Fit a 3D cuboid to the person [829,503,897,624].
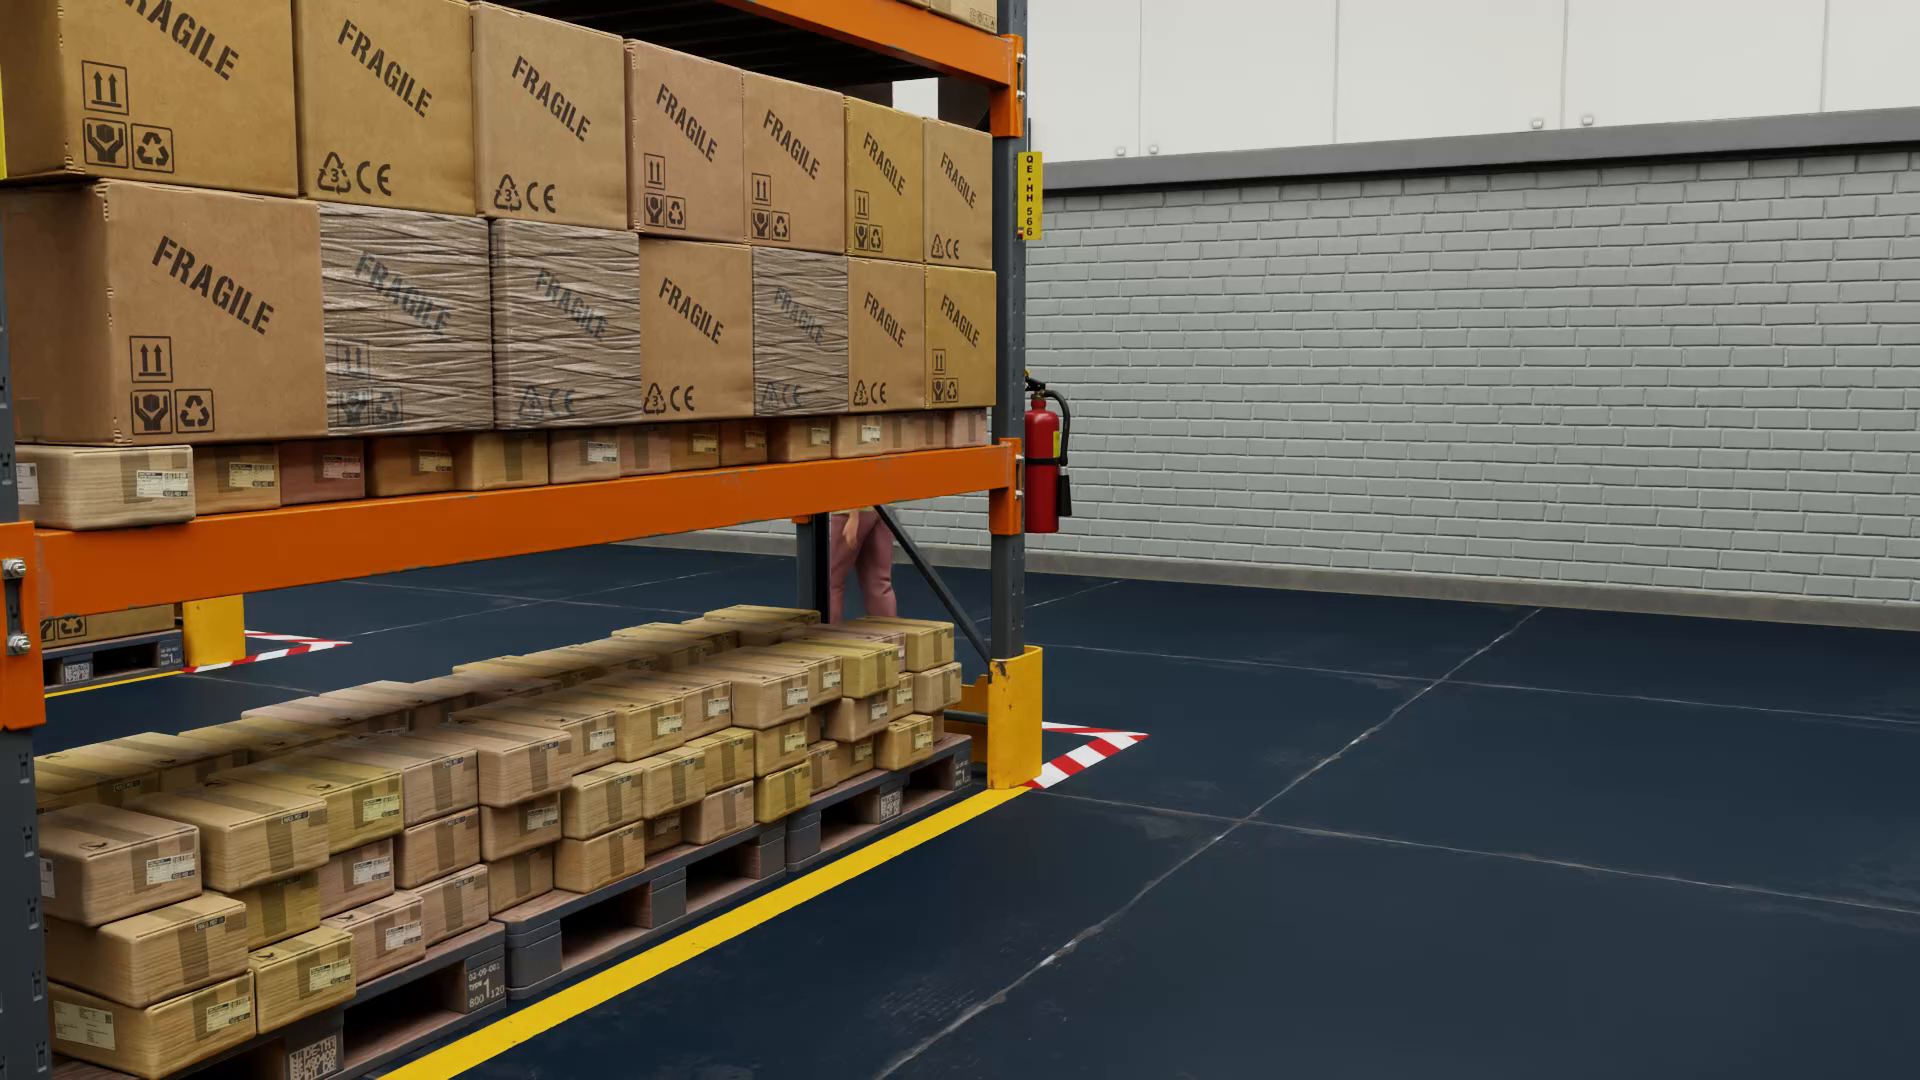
[{"bbox_3d":[-0.569,-0.109,8.316,0.630,1.681,0.454,3,7,30],"label":"person"}]
